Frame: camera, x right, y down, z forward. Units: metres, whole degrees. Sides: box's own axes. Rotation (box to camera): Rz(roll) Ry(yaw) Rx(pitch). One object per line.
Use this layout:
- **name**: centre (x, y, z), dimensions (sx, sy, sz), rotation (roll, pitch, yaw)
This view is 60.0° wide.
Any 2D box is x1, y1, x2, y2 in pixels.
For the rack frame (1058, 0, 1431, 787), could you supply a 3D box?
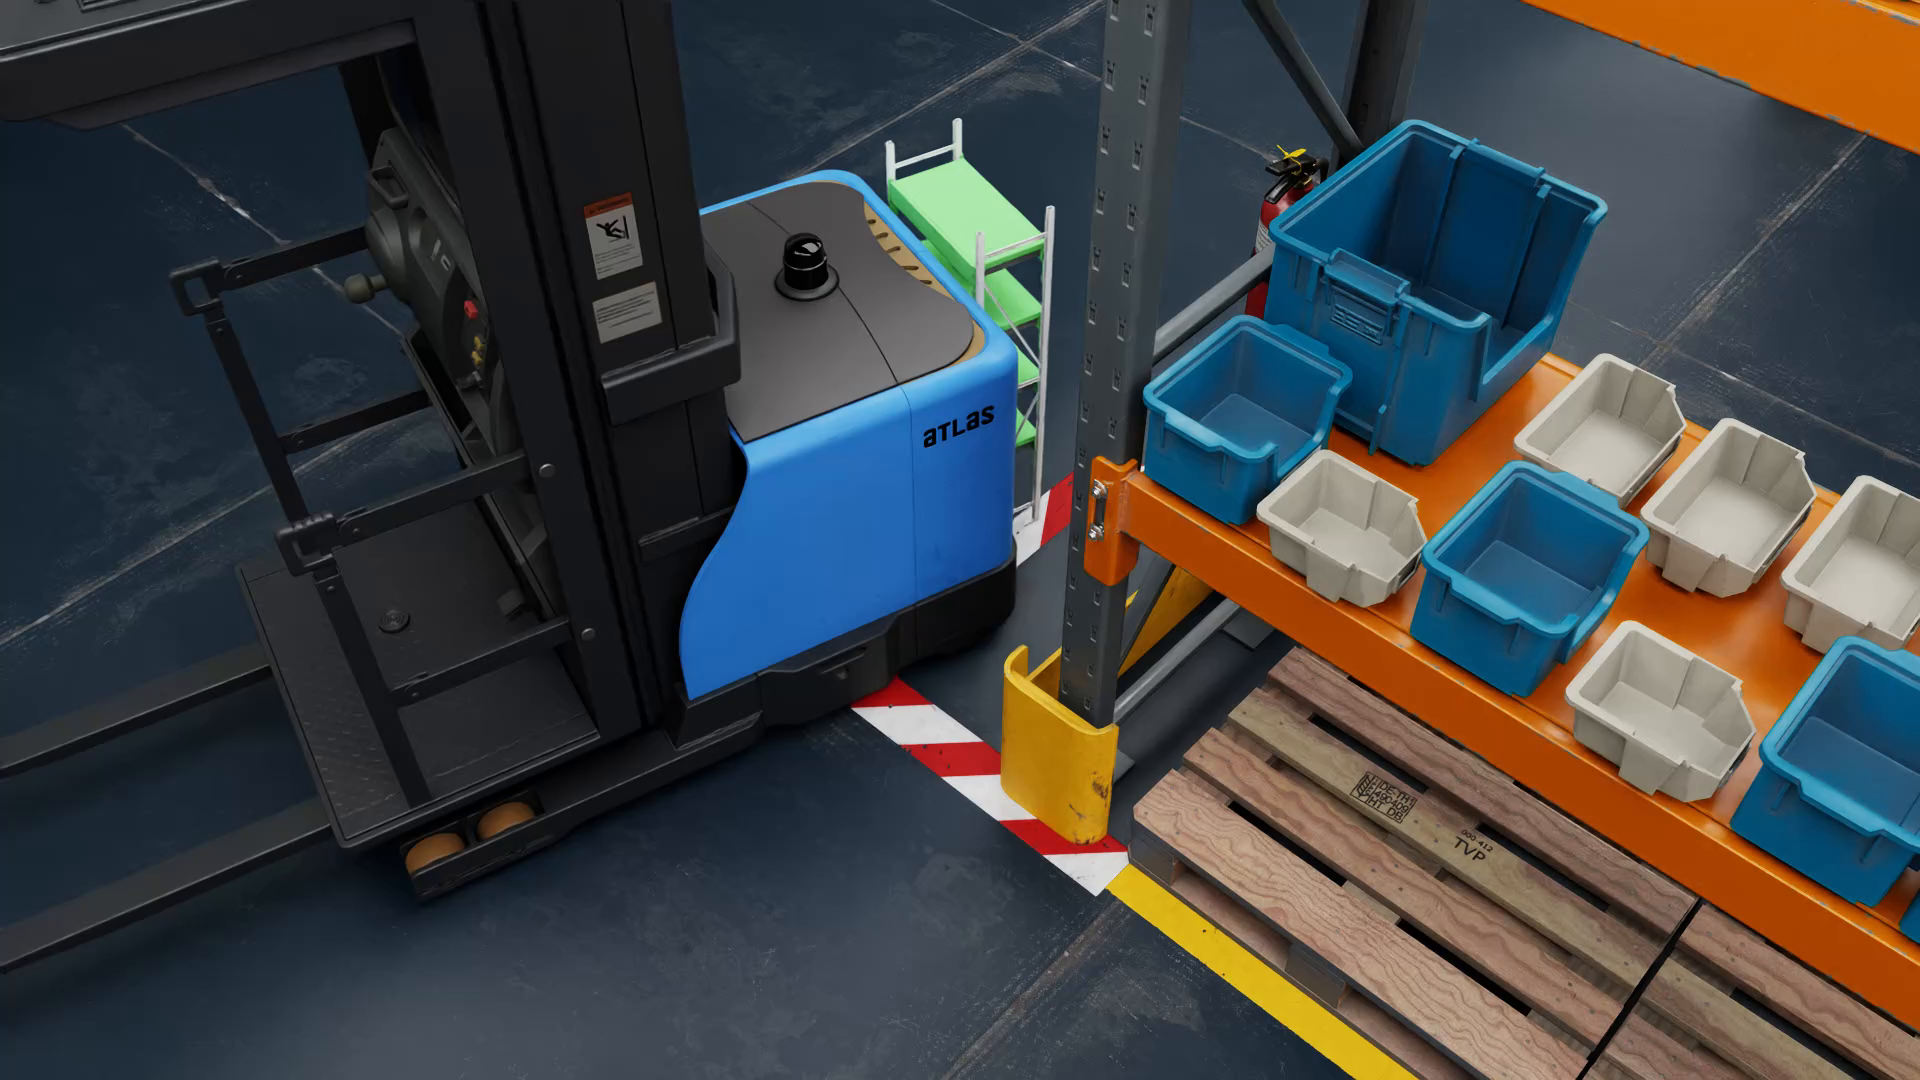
- **rack frame**: centre (0.634, -0.577, 3.734), dimensions (0.127, 3.000, 1.000), rotation (34, 55, 28)

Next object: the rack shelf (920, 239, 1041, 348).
- **rack shelf**: centre (0.023, -0.708, 4.850), dimensions (0.258, 0.148, 0.480), rotation (-23, 51, -20)

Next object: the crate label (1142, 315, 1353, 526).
- **crate label**: centre (0.593, -0.242, 3.493), dimensions (0.303, 0.233, 0.416), rotation (34, 55, 28)

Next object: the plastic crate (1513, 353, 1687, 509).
- **plastic crate**: centre (1.357, -0.201, 3.521), dimensions (0.243, 0.136, 0.396), rotation (34, 55, 28)

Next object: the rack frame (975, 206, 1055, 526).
- **rack frame**: centre (0.147, -0.435, 4.835), dimensions (0.240, 1.200, 0.015), rotation (-23, 51, -20)

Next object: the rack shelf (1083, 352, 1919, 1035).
- **rack shelf**: centre (2.104, 0.658, 3.068), dimensions (4.000, 0.370, 1.077), rotation (34, 55, 28)

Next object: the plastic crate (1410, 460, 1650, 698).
- **plastic crate**: centre (1.076, 0.084, 3.188), dimensions (0.300, 0.233, 0.416), rotation (34, 55, 28)

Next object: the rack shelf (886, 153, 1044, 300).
- **rack shelf**: centre (0.022, -0.872, 4.675), dimensions (0.258, 0.148, 0.480), rotation (-23, 51, -20)

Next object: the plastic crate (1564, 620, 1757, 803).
- **plastic crate**: centre (1.271, 0.329, 3.023), dimensions (0.298, 0.136, 0.250), rotation (34, 55, 28)

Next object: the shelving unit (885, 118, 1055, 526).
- **shelving unit**: centre (0.023, -0.587, 4.978), dimensions (0.258, 1.200, 0.503), rotation (-23, 51, -20)

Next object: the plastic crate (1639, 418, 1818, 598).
- **plastic crate**: centre (1.560, -0.050, 3.379), dimensions (0.243, 0.136, 0.396), rotation (34, 55, 28)

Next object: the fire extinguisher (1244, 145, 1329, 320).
- **fire extinguisher**: centre (0.832, -0.741, 4.197), dimensions (0.183, 0.674, 0.296), rotation (34, 55, 28)

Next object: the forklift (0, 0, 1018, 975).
- **forklift**: centre (-1.369, -0.518, 3.726), dimensions (3.031, 2.935, 1.130), rotation (-23, 51, -20)

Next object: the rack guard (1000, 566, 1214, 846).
- **rack guard**: centre (0.608, 0.274, 4.650), dimensions (0.348, 0.500, 1.175), rotation (34, 55, 28)

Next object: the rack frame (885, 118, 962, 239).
- **rack frame**: centre (-0.102, -0.740, 5.122), dimensions (0.240, 1.200, 0.015), rotation (-23, 51, -20)

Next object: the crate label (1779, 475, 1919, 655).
- **crate label**: centre (1.781, 0.075, 3.262), dimensions (0.243, 0.136, 0.396), rotation (34, 55, 28)

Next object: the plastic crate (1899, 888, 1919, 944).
- **plastic crate**: centre (1.781, 0.558, 2.743), dimensions (0.300, 0.233, 0.416), rotation (34, 55, 28)

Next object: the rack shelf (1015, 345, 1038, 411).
- **rack shelf**: centre (0.023, -0.544, 5.025), dimensions (0.258, 0.148, 0.480), rotation (-23, 51, -20)

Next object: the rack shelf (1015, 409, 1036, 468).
- **rack shelf**: centre (0.023, -0.379, 5.200), dimensions (0.258, 0.148, 0.480), rotation (-23, 51, -20)

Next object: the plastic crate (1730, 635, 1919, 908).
- **plastic crate**: centre (1.560, 0.409, 2.882), dimensions (0.300, 0.233, 0.416), rotation (34, 55, 28)

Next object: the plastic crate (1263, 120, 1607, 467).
- **plastic crate**: centre (1.007, -0.544, 3.638), dimensions (0.499, 0.435, 0.616), rotation (34, 55, 28)

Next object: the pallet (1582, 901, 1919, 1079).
- **pallet**: centre (2.106, 1.409, 3.782), dimensions (1.213, 0.211, 1.003), rotation (34, 55, 28)

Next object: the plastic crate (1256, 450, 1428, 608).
- **plastic crate**: centre (0.772, -0.006, 3.338), dimensions (0.298, 0.136, 0.250), rotation (34, 55, 28)

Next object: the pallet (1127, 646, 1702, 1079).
- **pallet**: centre (1.214, 0.806, 4.348), dimensions (1.213, 0.211, 1.003), rotation (34, 55, 28)
